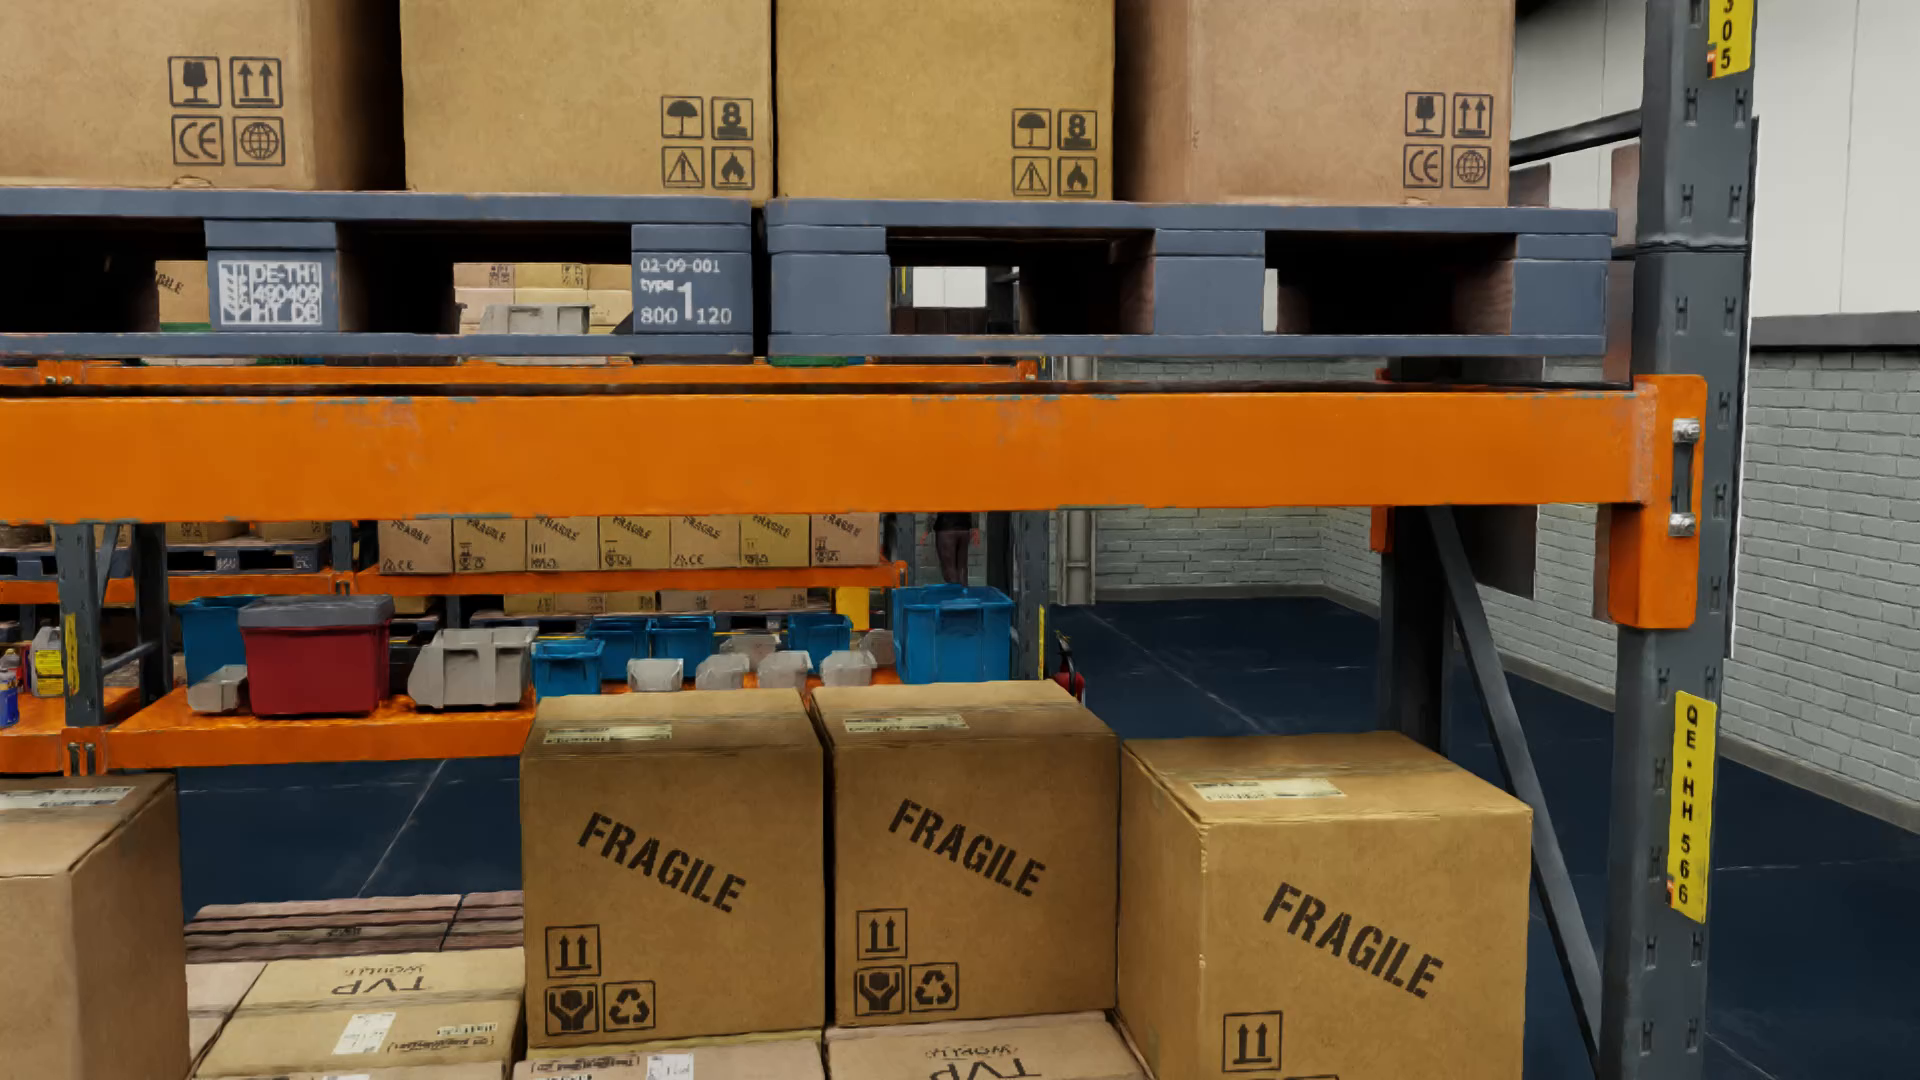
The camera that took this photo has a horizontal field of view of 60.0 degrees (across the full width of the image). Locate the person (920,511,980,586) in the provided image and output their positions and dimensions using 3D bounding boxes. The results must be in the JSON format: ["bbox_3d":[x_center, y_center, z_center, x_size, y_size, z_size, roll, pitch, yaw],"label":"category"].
[{"bbox_3d":[-0.119,-0.066,18.265,0.678,1.725,0.352,-5,8,-38],"label":"person"}]
